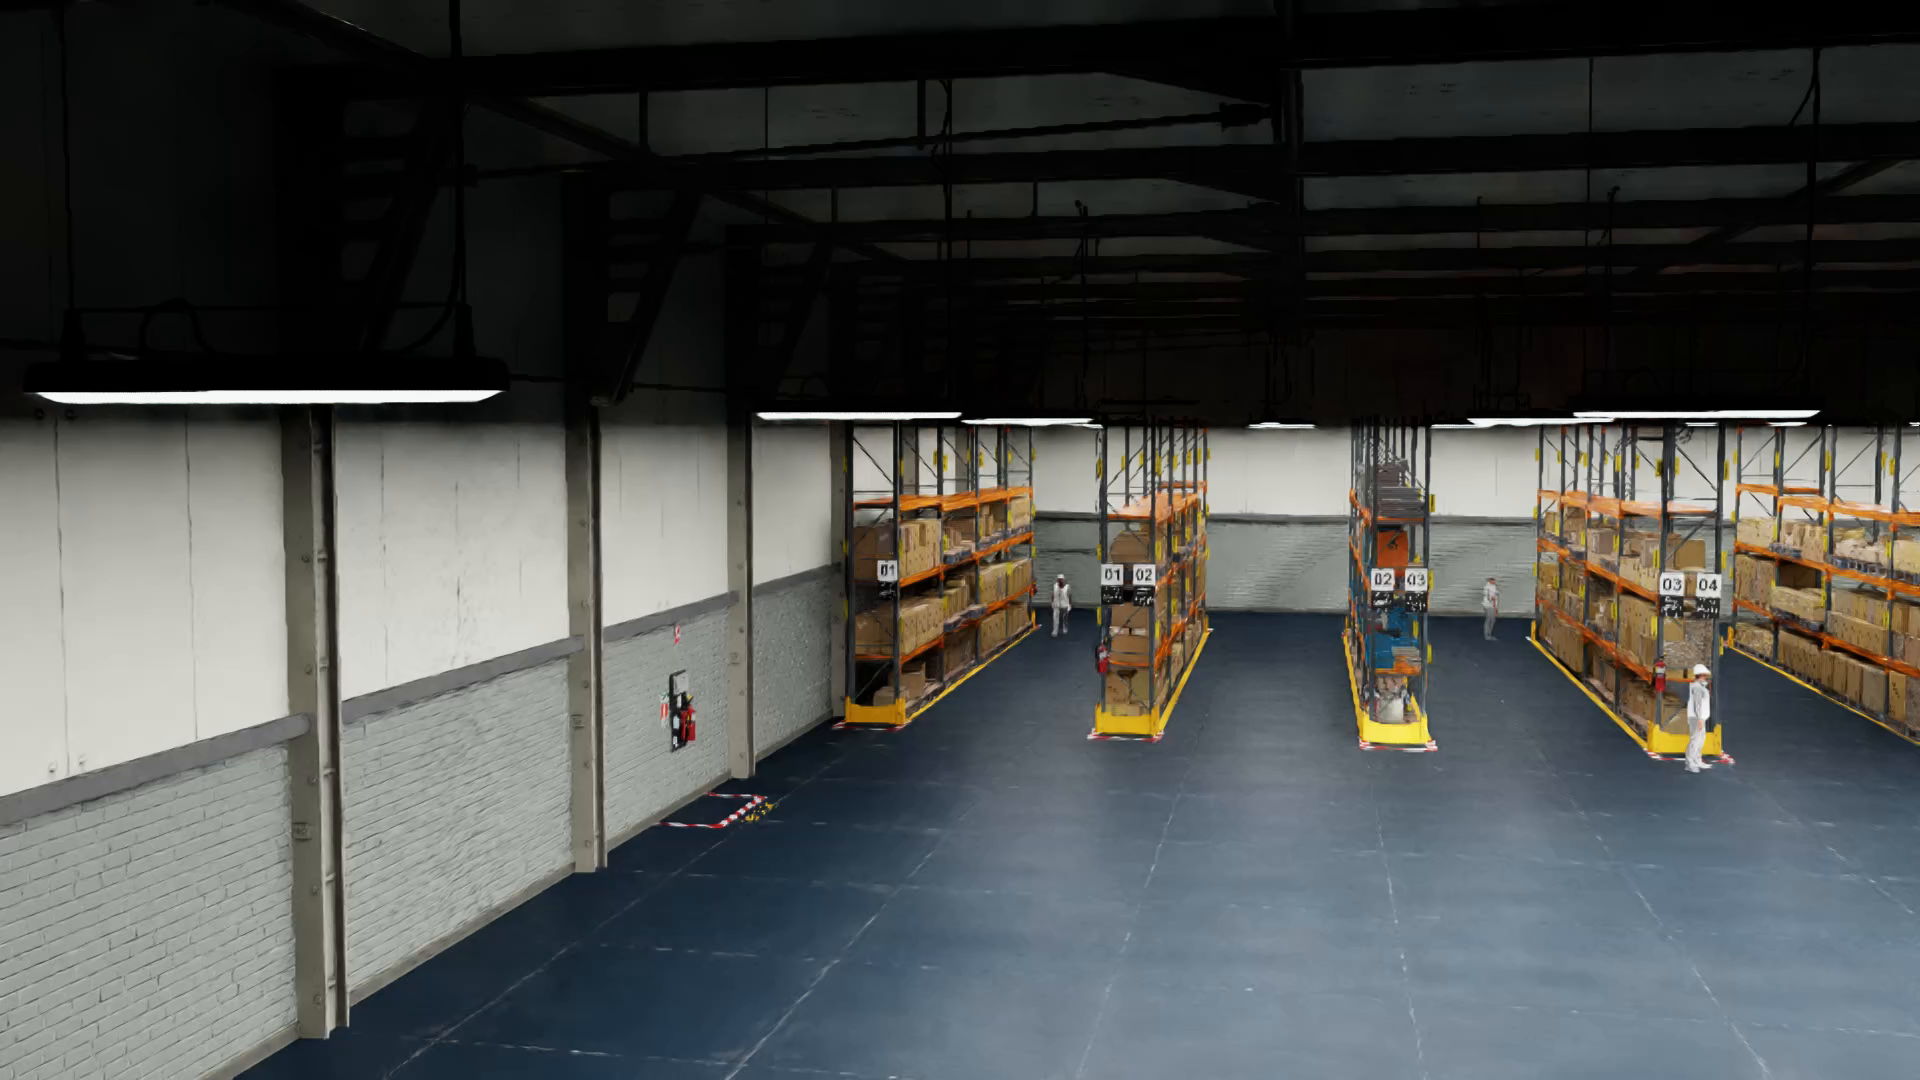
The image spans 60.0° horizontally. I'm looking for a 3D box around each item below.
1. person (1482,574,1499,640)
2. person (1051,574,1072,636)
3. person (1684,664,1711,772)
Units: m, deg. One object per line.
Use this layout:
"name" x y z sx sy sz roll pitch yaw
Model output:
"person" 14.437 1.816 45.214 0.422 1.763 0.657 0 4 -5
"person" 2.807 1.791 46.055 0.563 1.707 1.118 1 4 10
"person" 12.383 2.963 27.871 0.400 1.780 0.611 2 4 26
